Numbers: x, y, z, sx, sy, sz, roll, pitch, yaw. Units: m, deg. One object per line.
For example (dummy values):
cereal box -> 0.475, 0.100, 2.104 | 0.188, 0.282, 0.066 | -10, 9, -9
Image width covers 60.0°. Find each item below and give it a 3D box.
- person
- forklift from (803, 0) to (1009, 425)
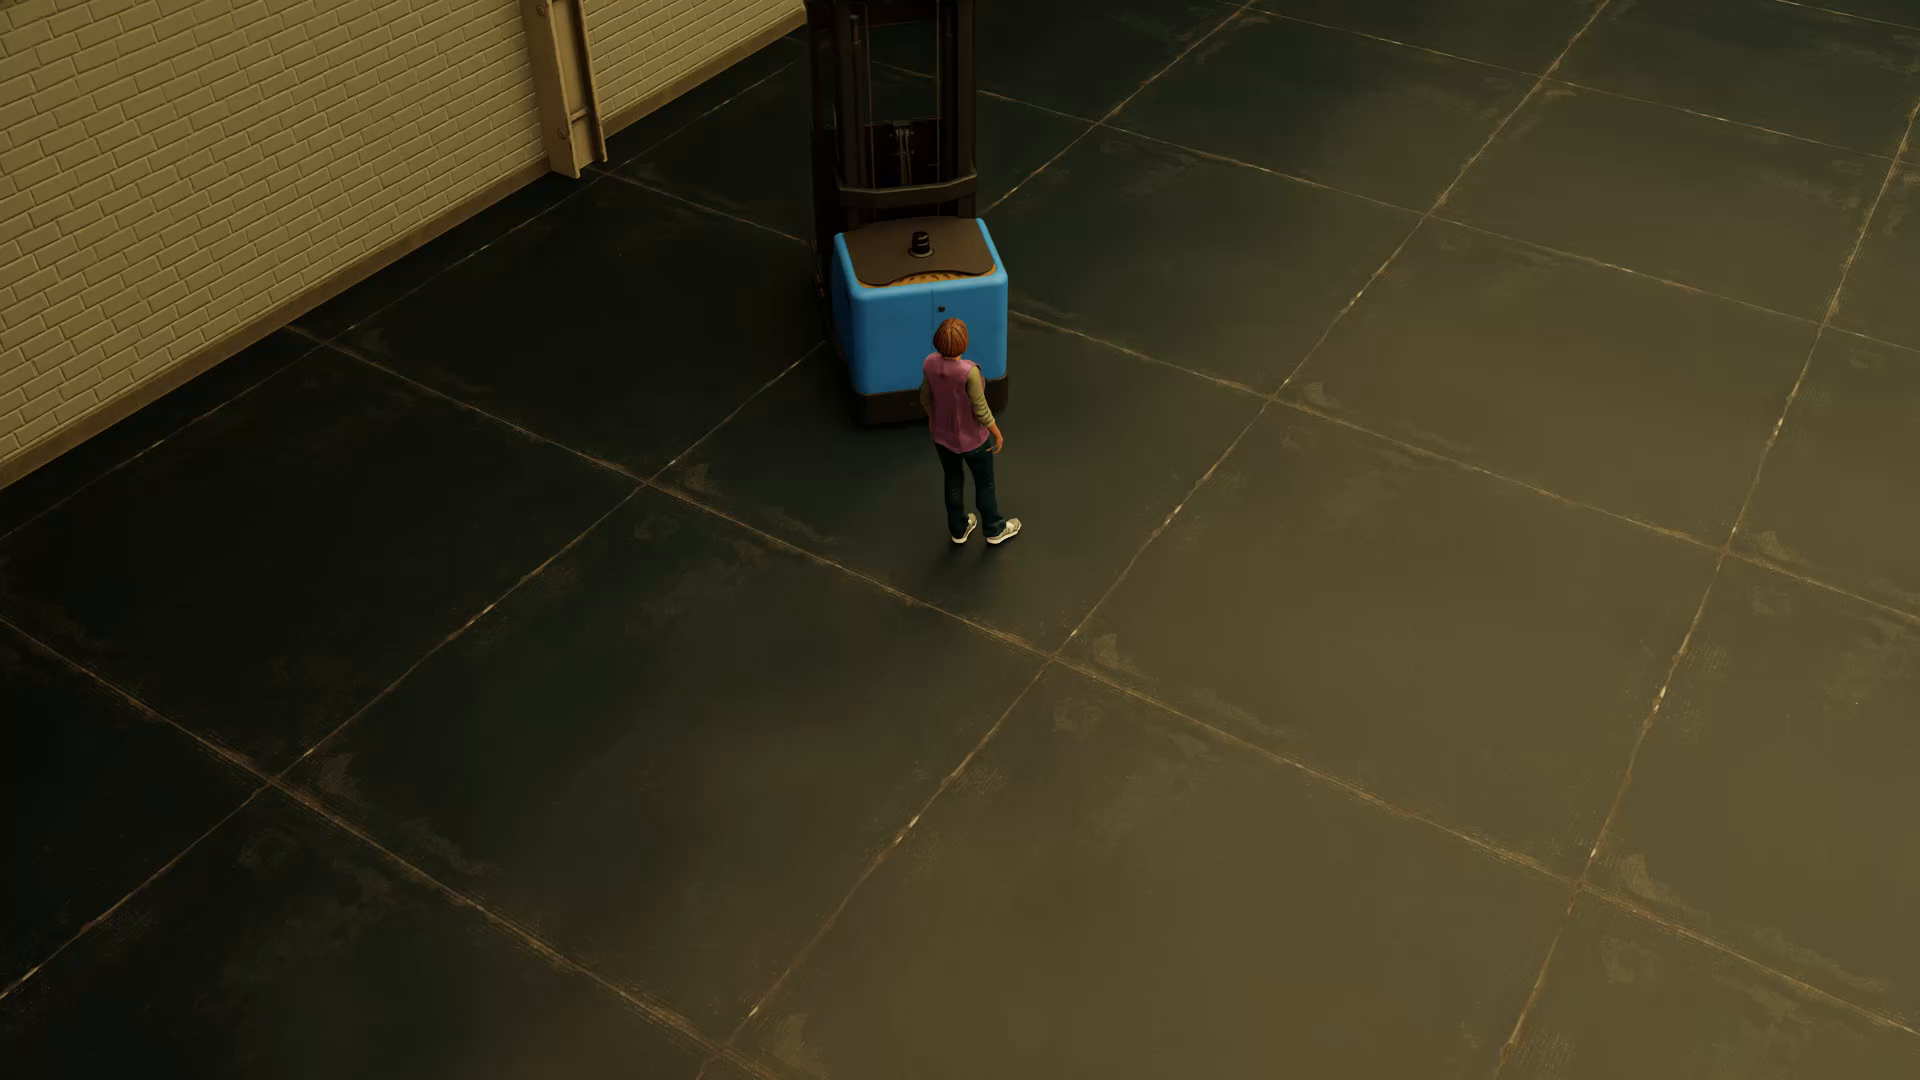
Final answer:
person -> 0.052, -0.645, 9.760 | 0.521, 1.584, 0.473 | 22, 45, 24
forklift -> -0.483, -2.841, 11.320 | 1.130, 2.935, 3.031 | -8, 41, -9
